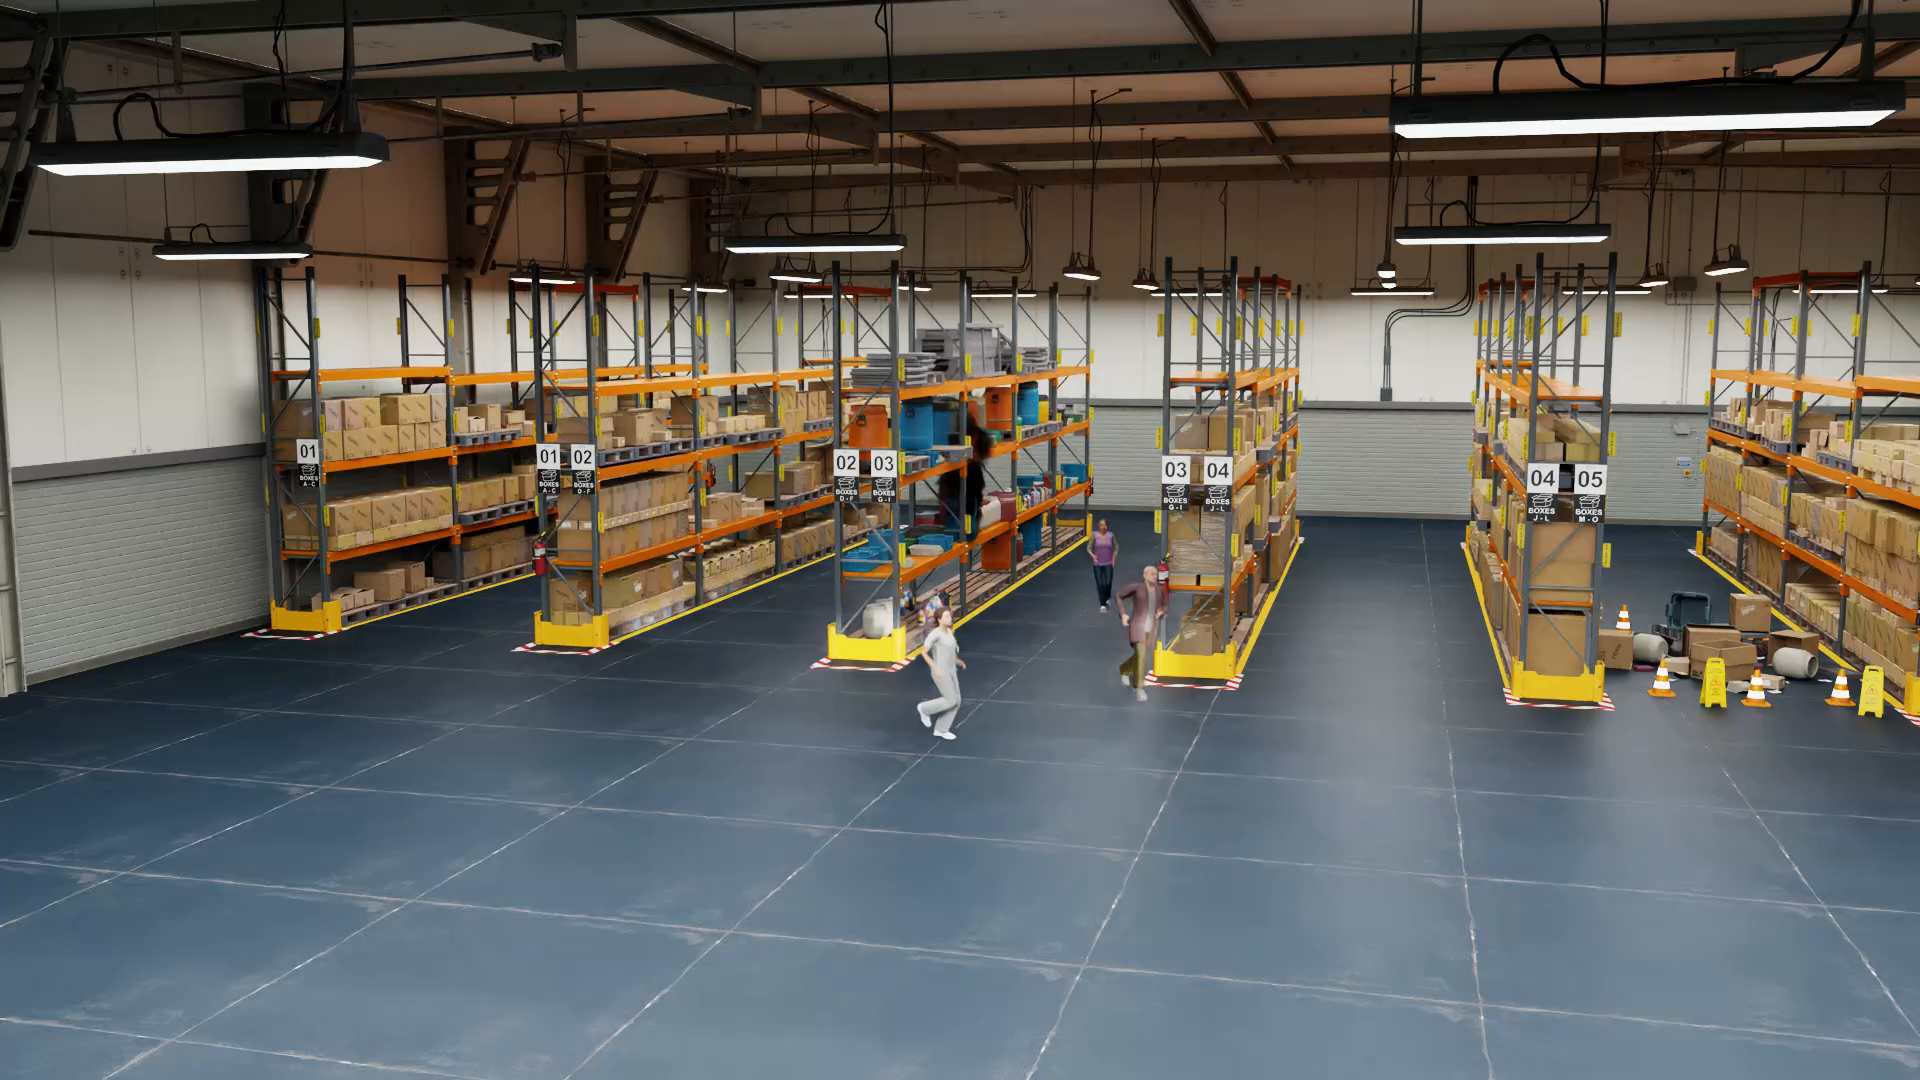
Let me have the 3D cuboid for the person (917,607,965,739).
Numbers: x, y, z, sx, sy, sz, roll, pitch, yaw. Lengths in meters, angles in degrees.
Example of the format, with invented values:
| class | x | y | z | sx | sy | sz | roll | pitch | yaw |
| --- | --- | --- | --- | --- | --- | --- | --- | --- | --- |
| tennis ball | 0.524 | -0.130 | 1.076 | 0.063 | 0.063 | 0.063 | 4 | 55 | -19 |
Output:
| class | x | y | z | sx | sy | sz | roll | pitch | yaw |
| --- | --- | --- | --- | --- | --- | --- | --- | --- | --- |
| person | -0.223 | 1.627 | 20.409 | 0.570 | 1.626 | 0.556 | 5 | 9 | 33 |

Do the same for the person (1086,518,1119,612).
| class | x | y | z | sx | sy | sz | roll | pitch | yaw |
| --- | --- | --- | --- | --- | --- | --- | --- | --- | --- |
| person | 2.372 | 0.473 | 27.693 | 0.543 | 1.485 | 0.497 | 0 | 7 | 3 |

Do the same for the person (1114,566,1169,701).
| class | x | y | z | sx | sy | sz | roll | pitch | yaw |
| --- | --- | --- | --- | --- | --- | --- | --- | --- | --- |
| person | 2.533 | 1.245 | 22.914 | 0.737 | 1.787 | 0.997 | -3 | 8 | -25 |
